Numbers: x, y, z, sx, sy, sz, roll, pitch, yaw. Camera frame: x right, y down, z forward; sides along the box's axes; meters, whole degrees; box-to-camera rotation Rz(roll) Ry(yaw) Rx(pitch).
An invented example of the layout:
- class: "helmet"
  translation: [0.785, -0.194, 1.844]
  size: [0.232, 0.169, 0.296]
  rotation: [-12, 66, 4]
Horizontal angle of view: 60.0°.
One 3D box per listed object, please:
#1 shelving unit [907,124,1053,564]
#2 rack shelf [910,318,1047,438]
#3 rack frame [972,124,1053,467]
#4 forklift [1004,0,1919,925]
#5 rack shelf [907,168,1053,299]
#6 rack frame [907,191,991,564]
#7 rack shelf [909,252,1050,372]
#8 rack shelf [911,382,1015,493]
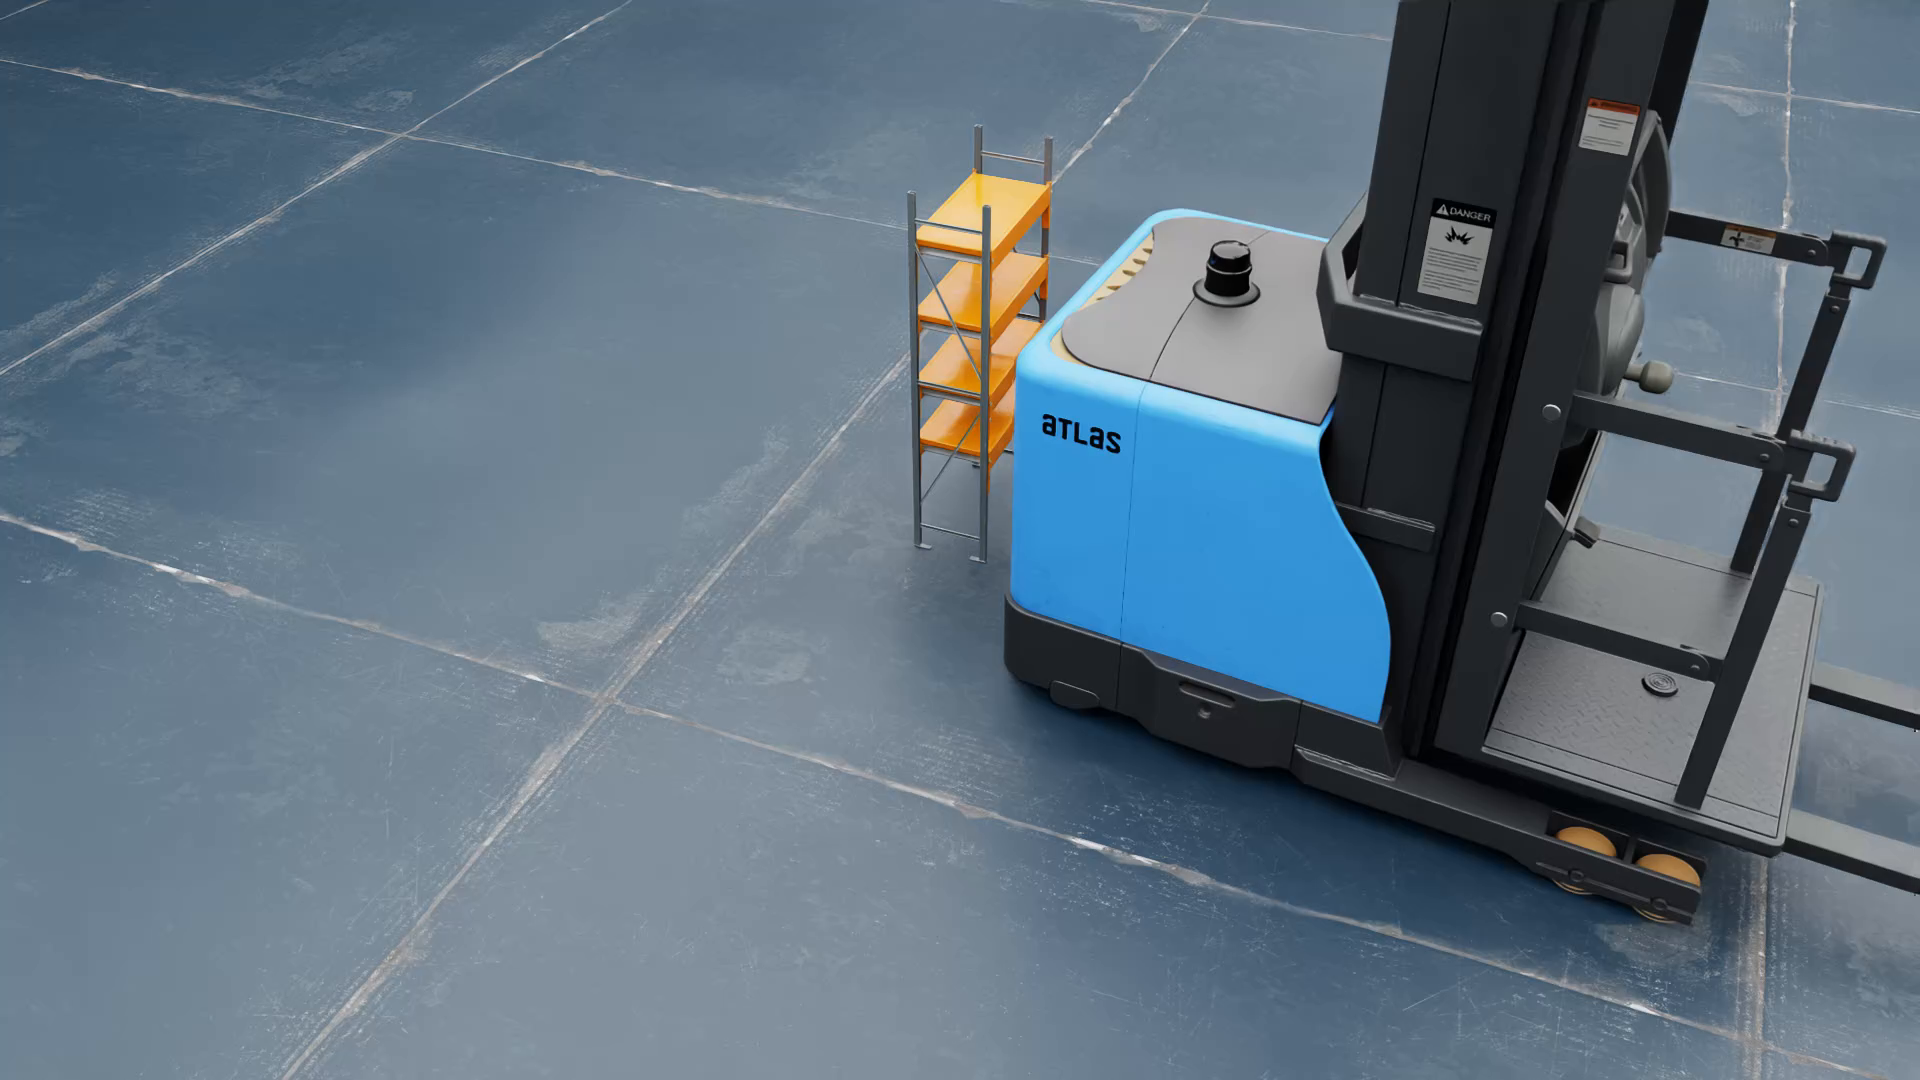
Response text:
- class: "shelving unit"
  translation: [0.063, -0.572, 5.013]
  size: [0.258, 1.200, 0.503]
  rotation: [14, 39, 18]
- class: "rack shelf"
  translation: [0.063, -0.518, 5.054]
  size: [0.258, 0.148, 0.480]
  rotation: [14, 39, 18]
- class: "rack frame"
  translation: [0.156, -0.707, 5.194]
  size: [0.240, 1.200, 0.015]
  rotation: [14, 39, 18]
- class: "forklift"
  translation: [1.672, -0.616, 3.626]
  size: [3.031, 2.935, 1.130]
  rotation: [17, 40, 22]
- class: "rack shelf"
  translation: [0.063, -0.887, 4.778]
  size: [0.258, 0.148, 0.480]
  rotation: [14, 39, 18]
- class: "rack frame"
  translation: [-0.030, -0.437, 4.833]
  size: [0.240, 1.200, 0.015]
  rotation: [14, 39, 18]
- class: "rack shelf"
  translation: [0.063, -0.698, 4.920]
  size: [0.258, 0.148, 0.480]
  rotation: [14, 39, 18]
- class: "rack shelf"
  translation: [0.063, -0.359, 5.173]
  size: [0.258, 0.148, 0.480]
  rotation: [14, 39, 18]
